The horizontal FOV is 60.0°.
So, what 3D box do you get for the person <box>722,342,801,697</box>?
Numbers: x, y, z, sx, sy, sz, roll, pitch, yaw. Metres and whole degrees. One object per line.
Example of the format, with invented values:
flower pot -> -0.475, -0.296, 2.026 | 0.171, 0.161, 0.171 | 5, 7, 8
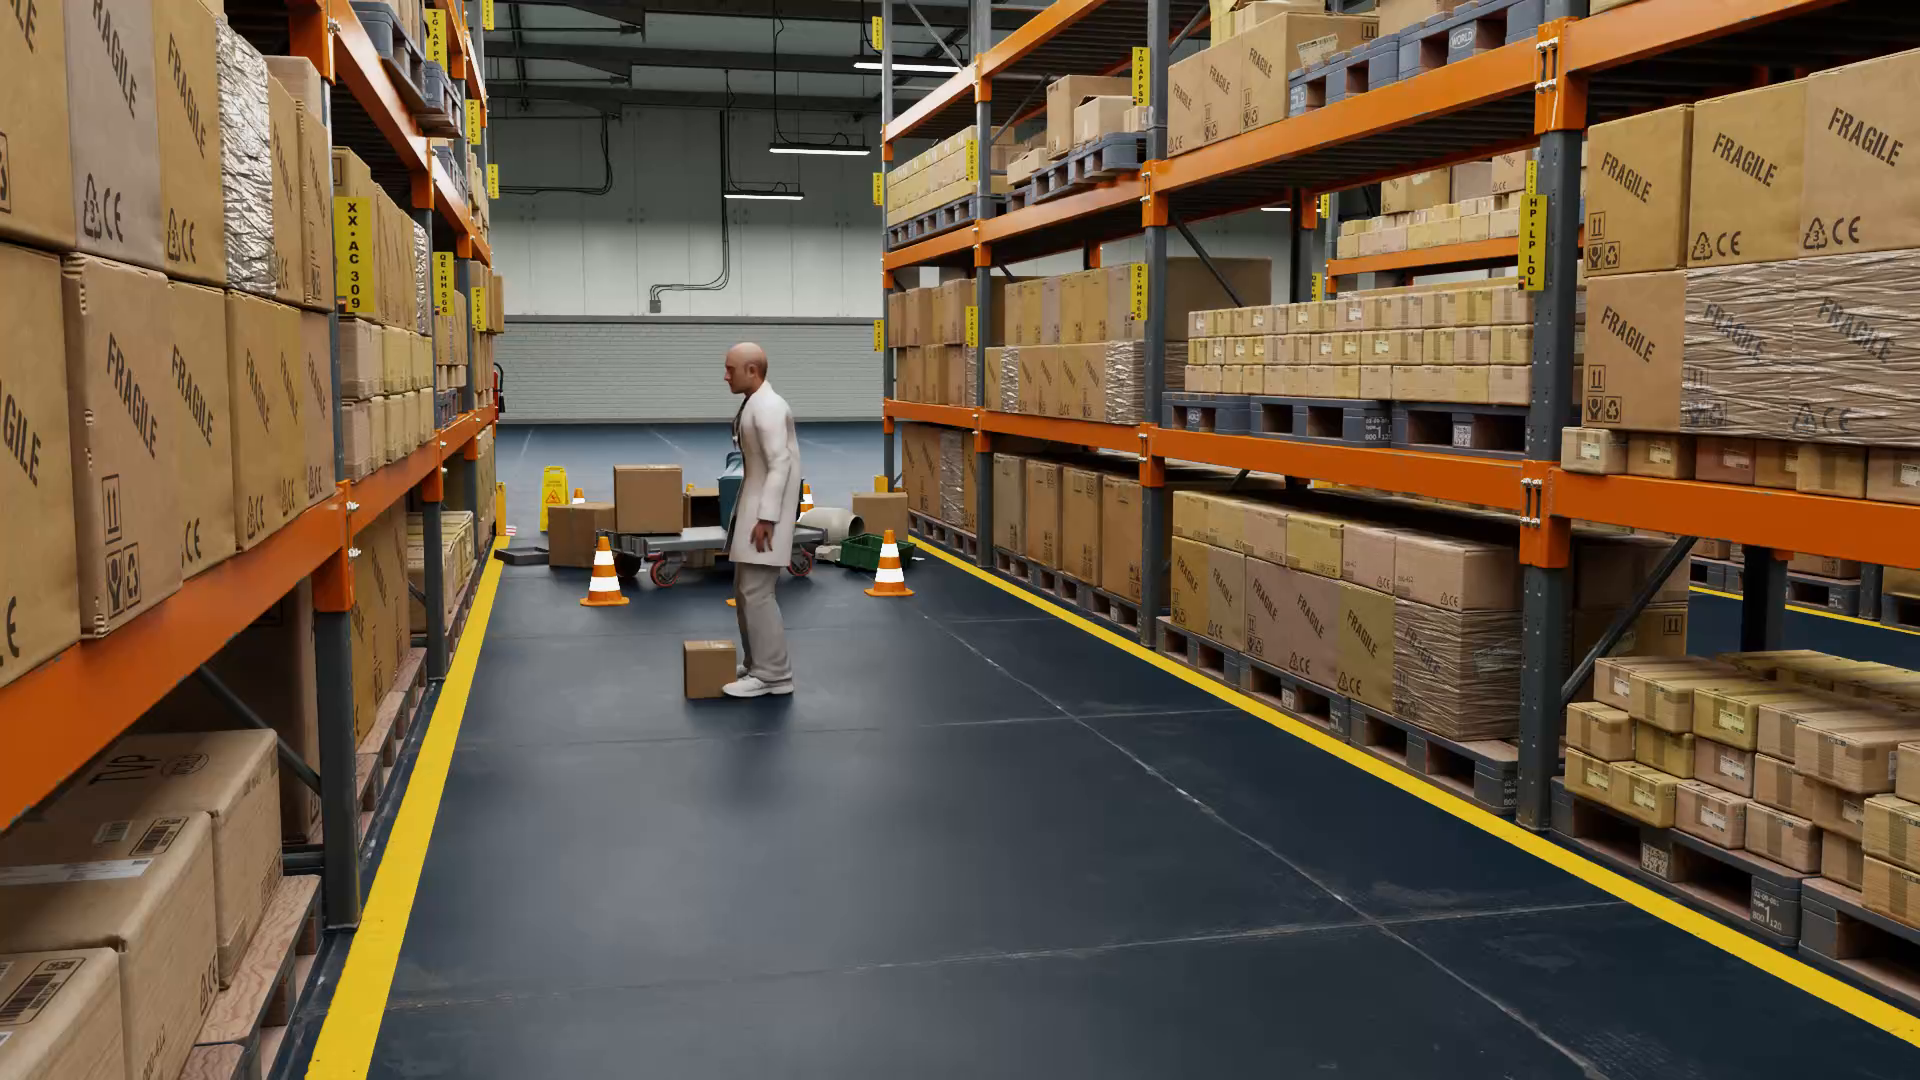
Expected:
person -> -1.025, -0.109, 8.429 | 0.429, 1.772, 0.643 | -2, 6, -17
